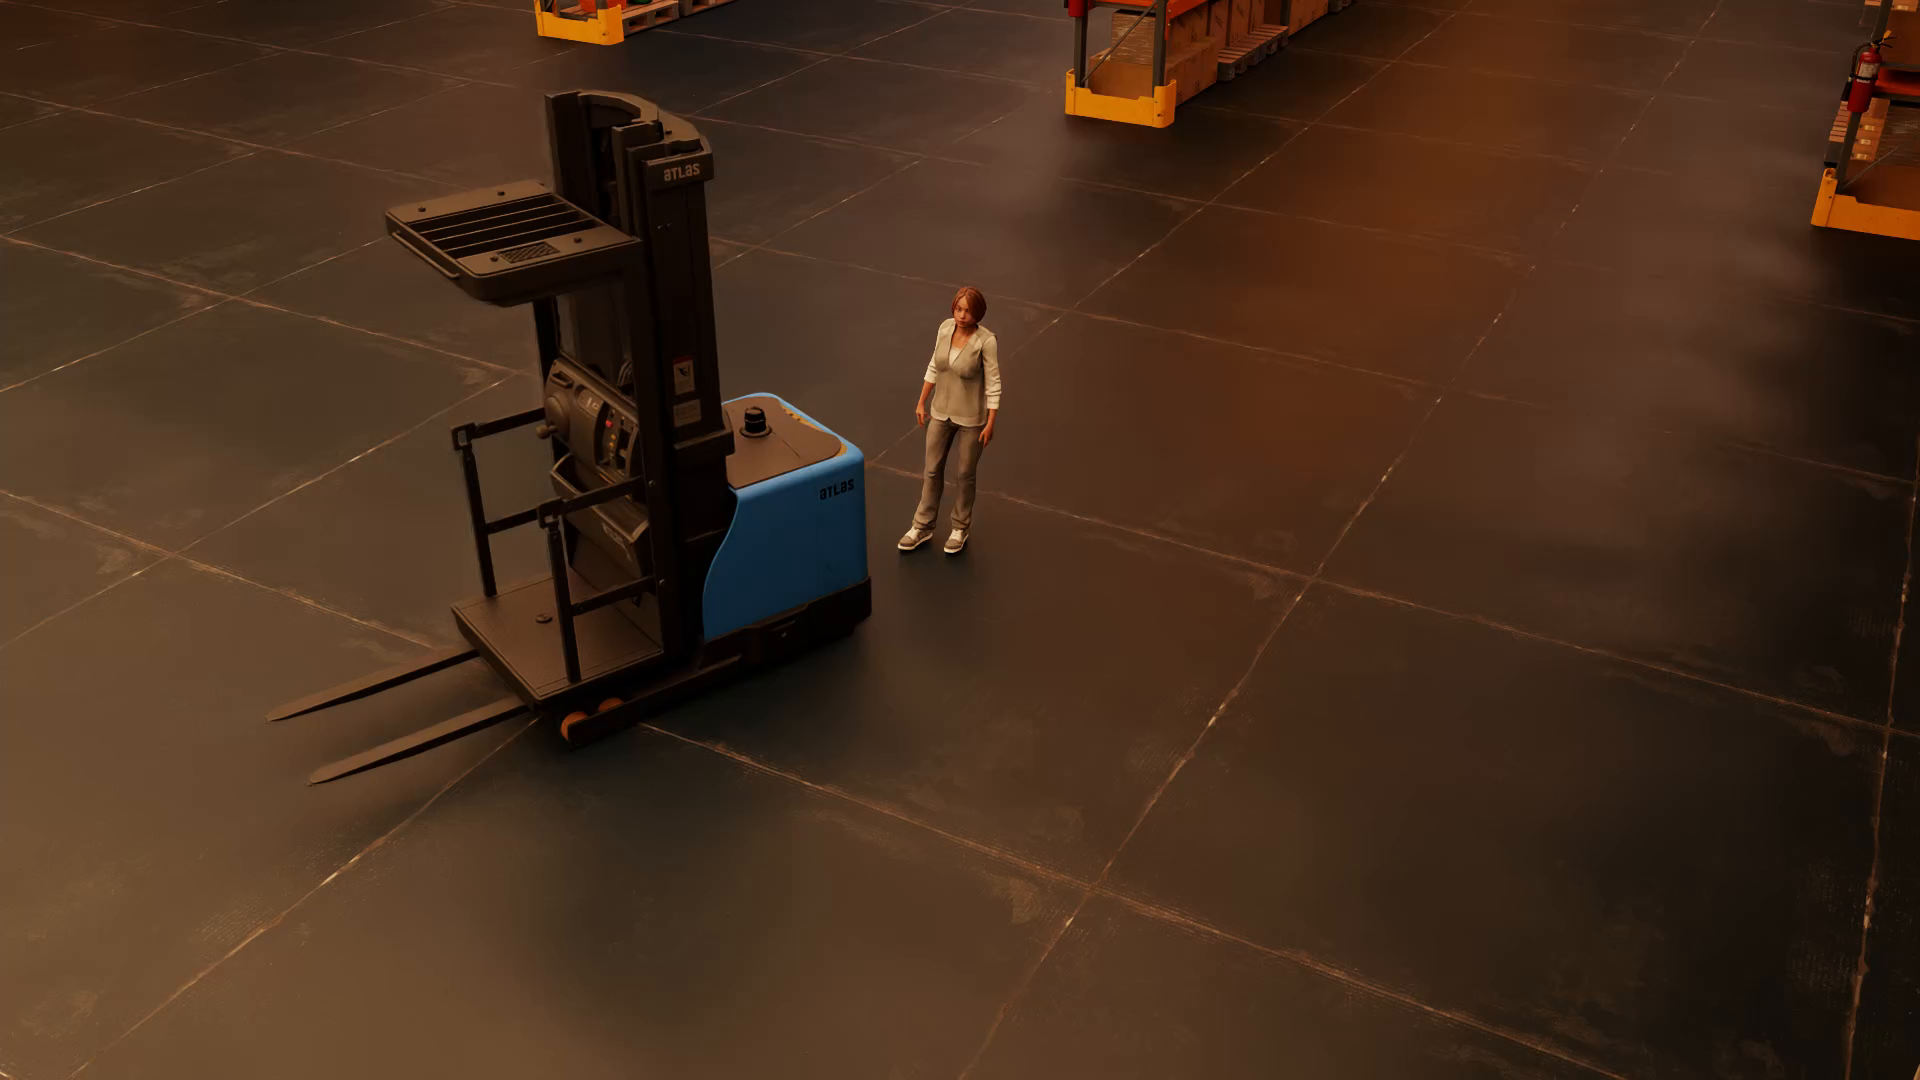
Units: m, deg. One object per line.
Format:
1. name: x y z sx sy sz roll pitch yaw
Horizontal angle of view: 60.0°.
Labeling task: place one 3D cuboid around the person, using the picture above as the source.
1. person: -0.049 -0.669 9.549 0.520 1.599 0.473 15 33 25

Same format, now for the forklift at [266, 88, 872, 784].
1. forklift: -1.967 -0.551 8.025 3.031 2.935 1.130 -21 36 -32
